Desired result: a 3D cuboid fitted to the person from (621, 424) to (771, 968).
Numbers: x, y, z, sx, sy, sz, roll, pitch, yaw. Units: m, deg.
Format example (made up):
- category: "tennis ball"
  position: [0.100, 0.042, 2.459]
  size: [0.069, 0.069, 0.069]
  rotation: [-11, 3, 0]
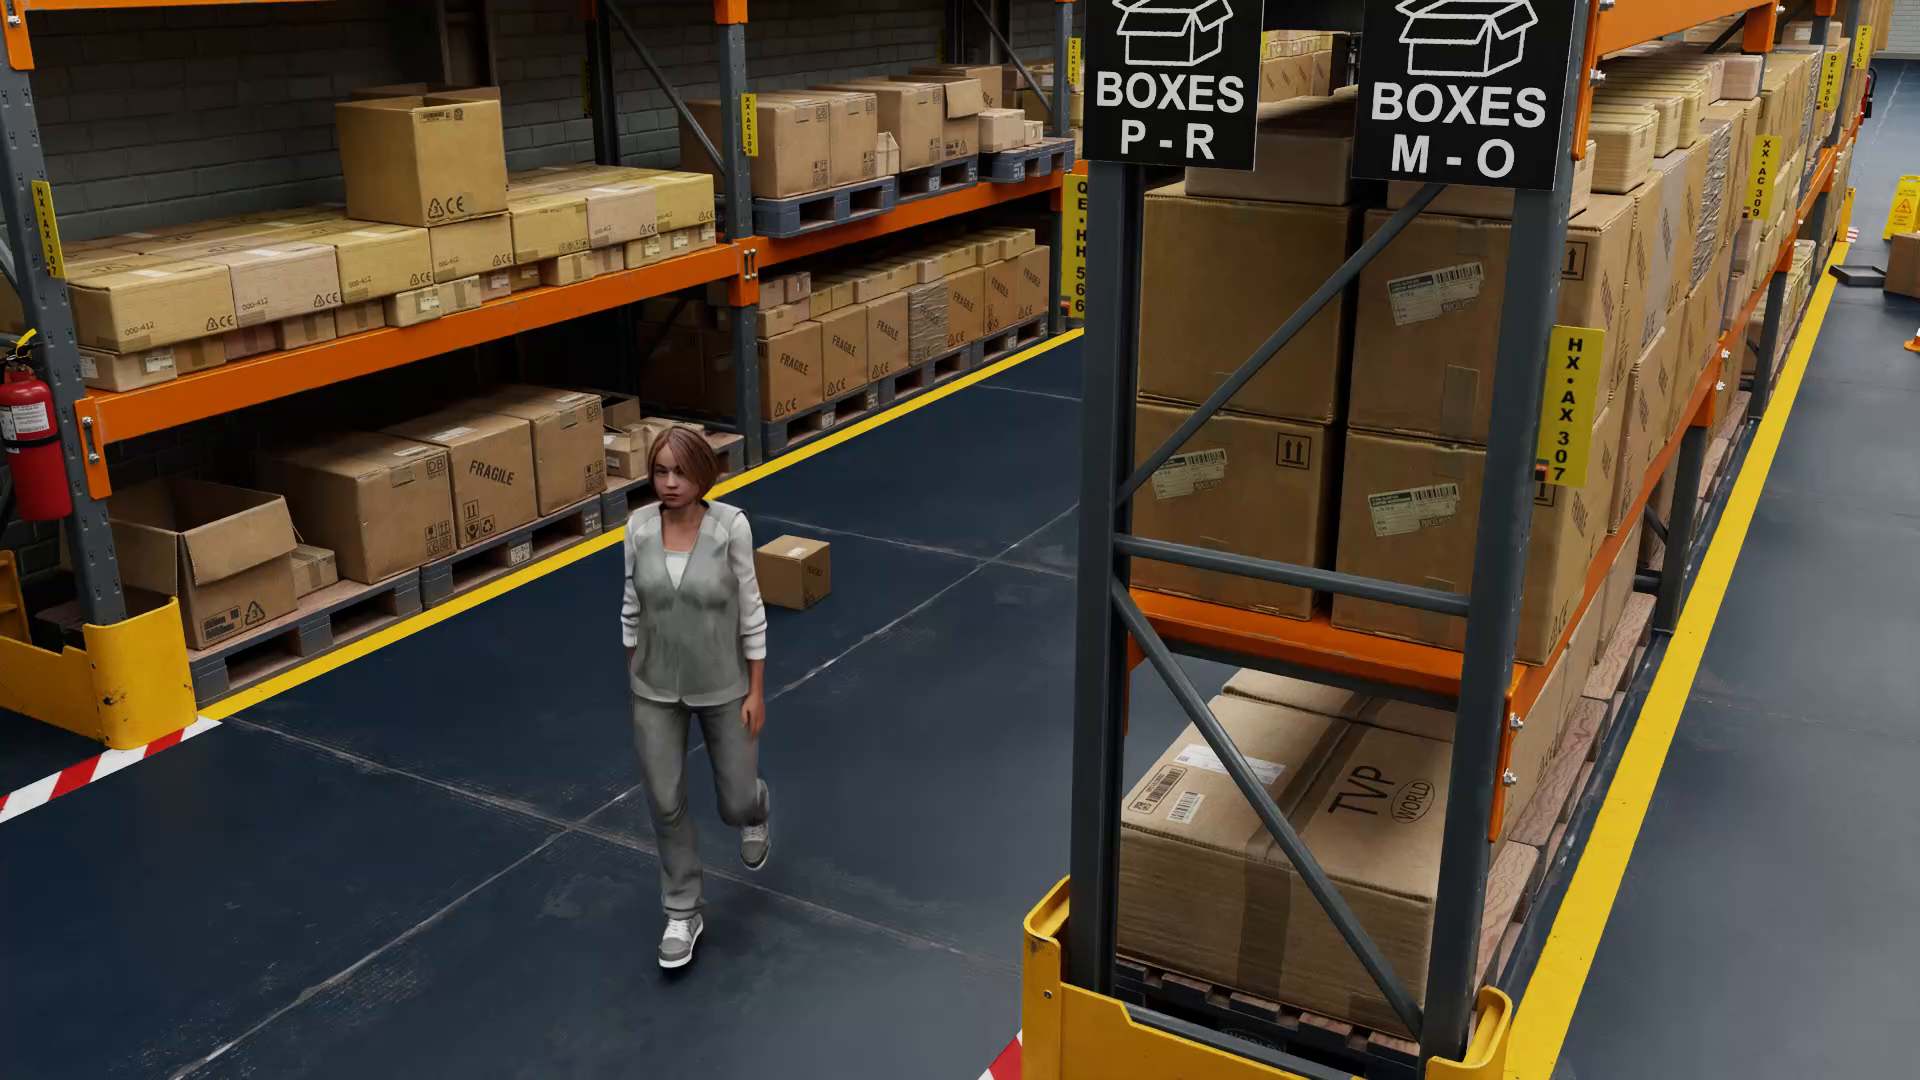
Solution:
- category: "person"
  position: [-0.757, 0.417, 4.863]
  size: [0.423, 1.588, 0.619]
  rotation: [2, 20, 4]
